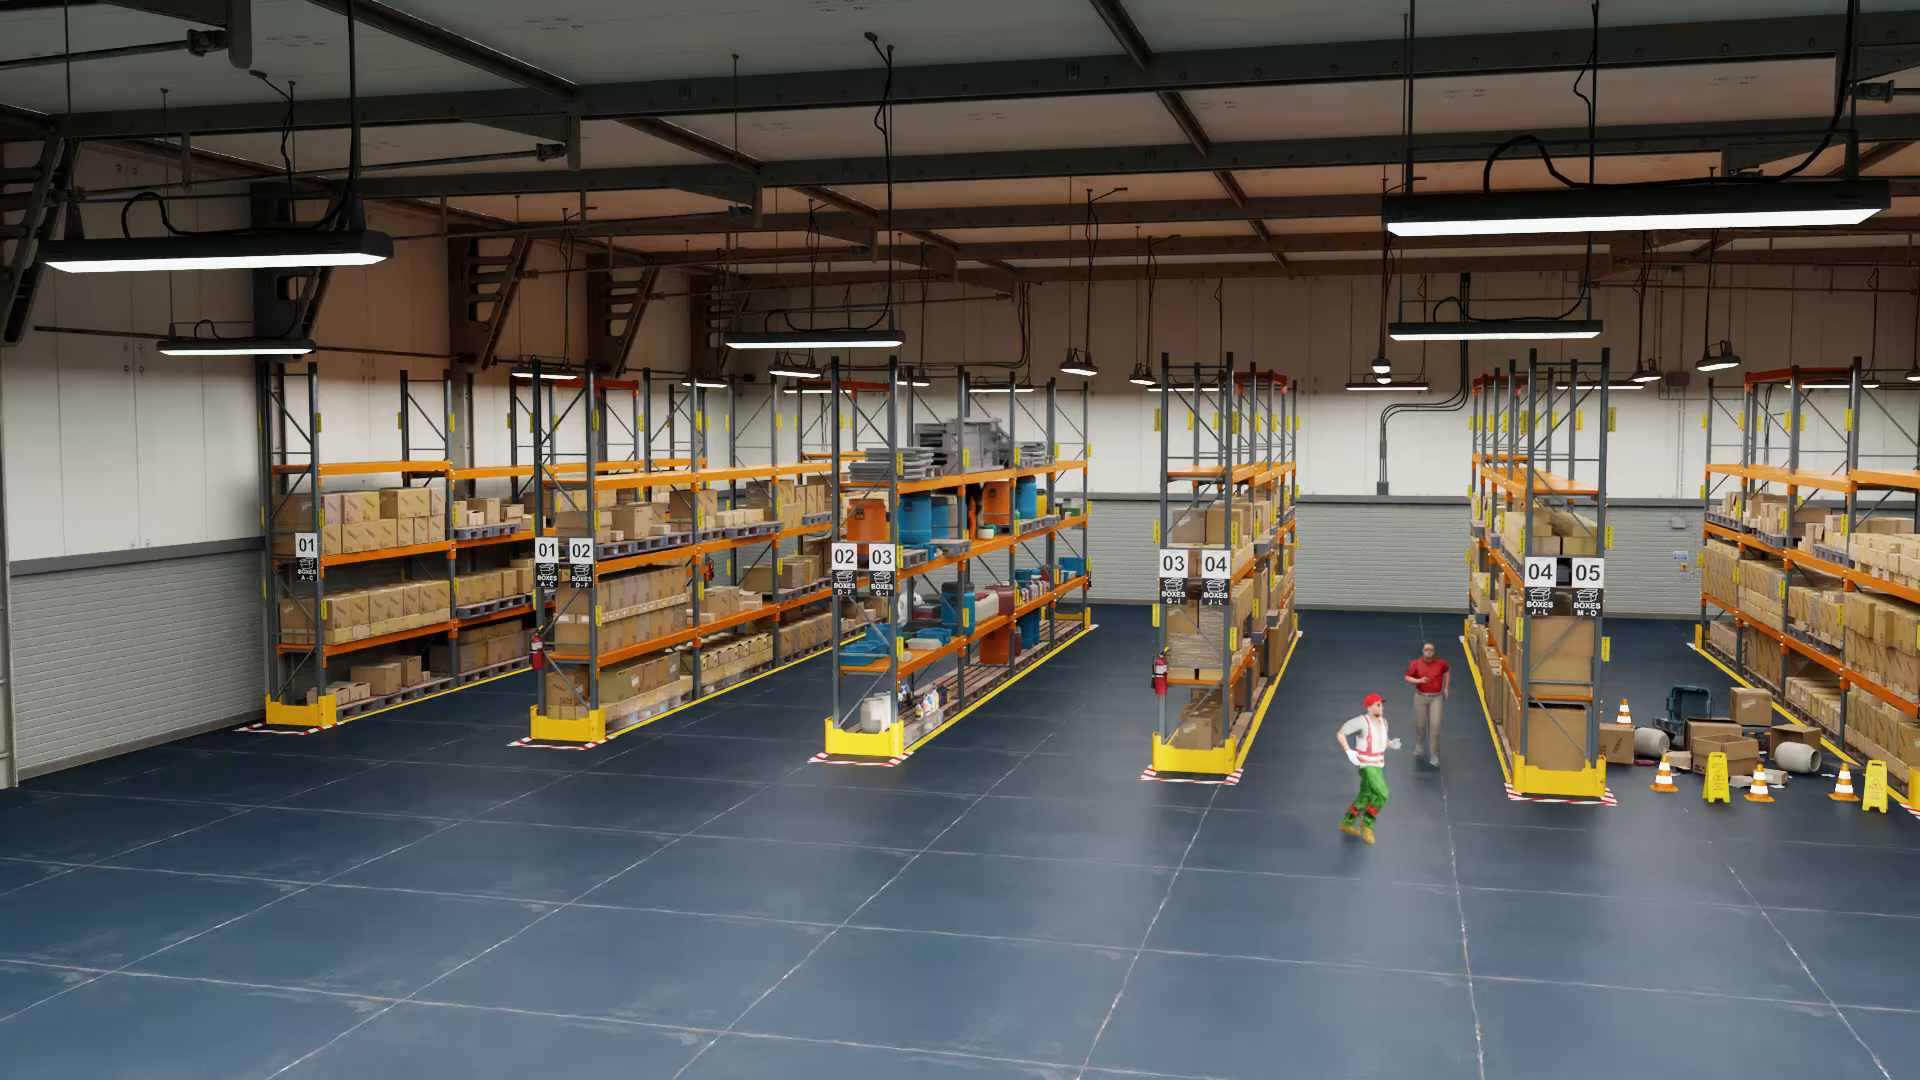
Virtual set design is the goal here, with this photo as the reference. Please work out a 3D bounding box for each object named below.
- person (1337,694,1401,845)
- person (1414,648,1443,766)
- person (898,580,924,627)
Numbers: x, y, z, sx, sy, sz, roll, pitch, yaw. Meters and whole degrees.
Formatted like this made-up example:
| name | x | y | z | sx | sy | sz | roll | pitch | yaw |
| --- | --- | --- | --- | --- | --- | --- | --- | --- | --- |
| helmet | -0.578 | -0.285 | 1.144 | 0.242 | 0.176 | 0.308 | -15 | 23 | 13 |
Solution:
| name | x | y | z | sx | sy | sz | roll | pitch | yaw |
| --- | --- | --- | --- | --- | --- | --- | --- | --- | --- |
| person | 4.898 | 2.719 | 19.901 | 0.639 | 1.786 | 0.766 | -4 | 5 | -42 |
| person | 6.936 | 2.441 | 24.649 | 0.412 | 1.716 | 0.842 | 1 | 4 | 12 |
| person | -0.989 | 1.588 | 32.622 | 0.614 | 1.660 | 0.526 | 1 | 4 | 11 |
